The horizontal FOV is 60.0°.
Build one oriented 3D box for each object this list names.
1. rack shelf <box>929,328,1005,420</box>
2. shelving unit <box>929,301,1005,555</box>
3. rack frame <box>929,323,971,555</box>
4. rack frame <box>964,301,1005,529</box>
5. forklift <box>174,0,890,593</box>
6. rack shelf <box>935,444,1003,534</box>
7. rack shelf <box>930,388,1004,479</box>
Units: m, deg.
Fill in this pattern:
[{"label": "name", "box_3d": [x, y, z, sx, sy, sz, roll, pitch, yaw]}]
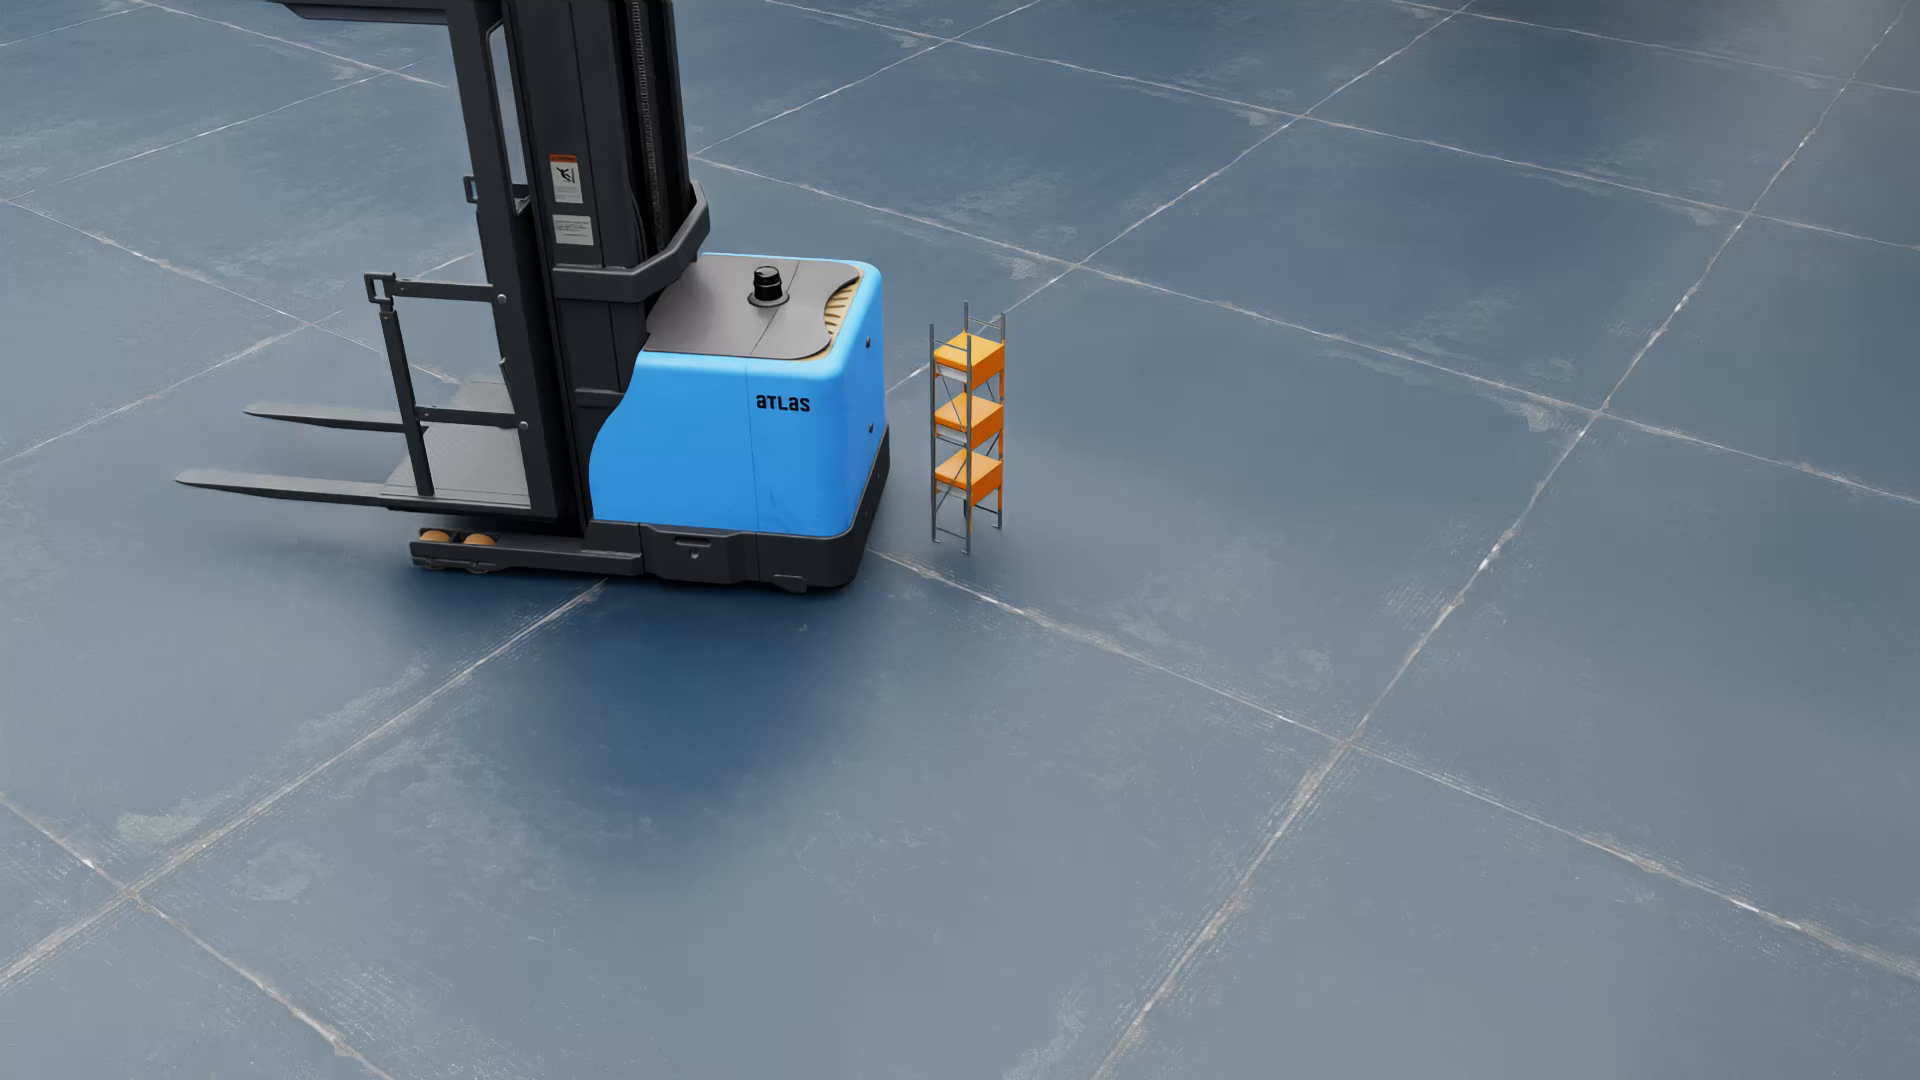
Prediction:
[{"label": "rack shelf", "box_3d": [0.031, -0.686, 6.839, 0.215, 0.259, 0.240, 21, 39, 28]}, {"label": "shelving unit", "box_3d": [0.031, -0.460, 6.992, 0.215, 1.050, 0.252, 21, 39, 28]}, {"label": "rack frame", "box_3d": [-0.039, -0.403, 6.909, 0.200, 1.050, 0.008, 21, 39, 28]}, {"label": "rack frame", "box_3d": [0.100, -0.516, 7.075, 0.200, 1.050, 0.008, 21, 39, 28]}, {"label": "forklift", "box_3d": [-1.879, -1.360, 6.644, 3.031, 2.935, 1.130, 4, 34, 7]}, {"label": "rack shelf", "box_3d": [0.031, -0.221, 7.154, 0.215, 0.259, 0.240, 21, 39, 28]}, {"label": "rack shelf", "box_3d": [0.031, -0.451, 6.998, 0.215, 0.259, 0.240, 21, 39, 28]}]
